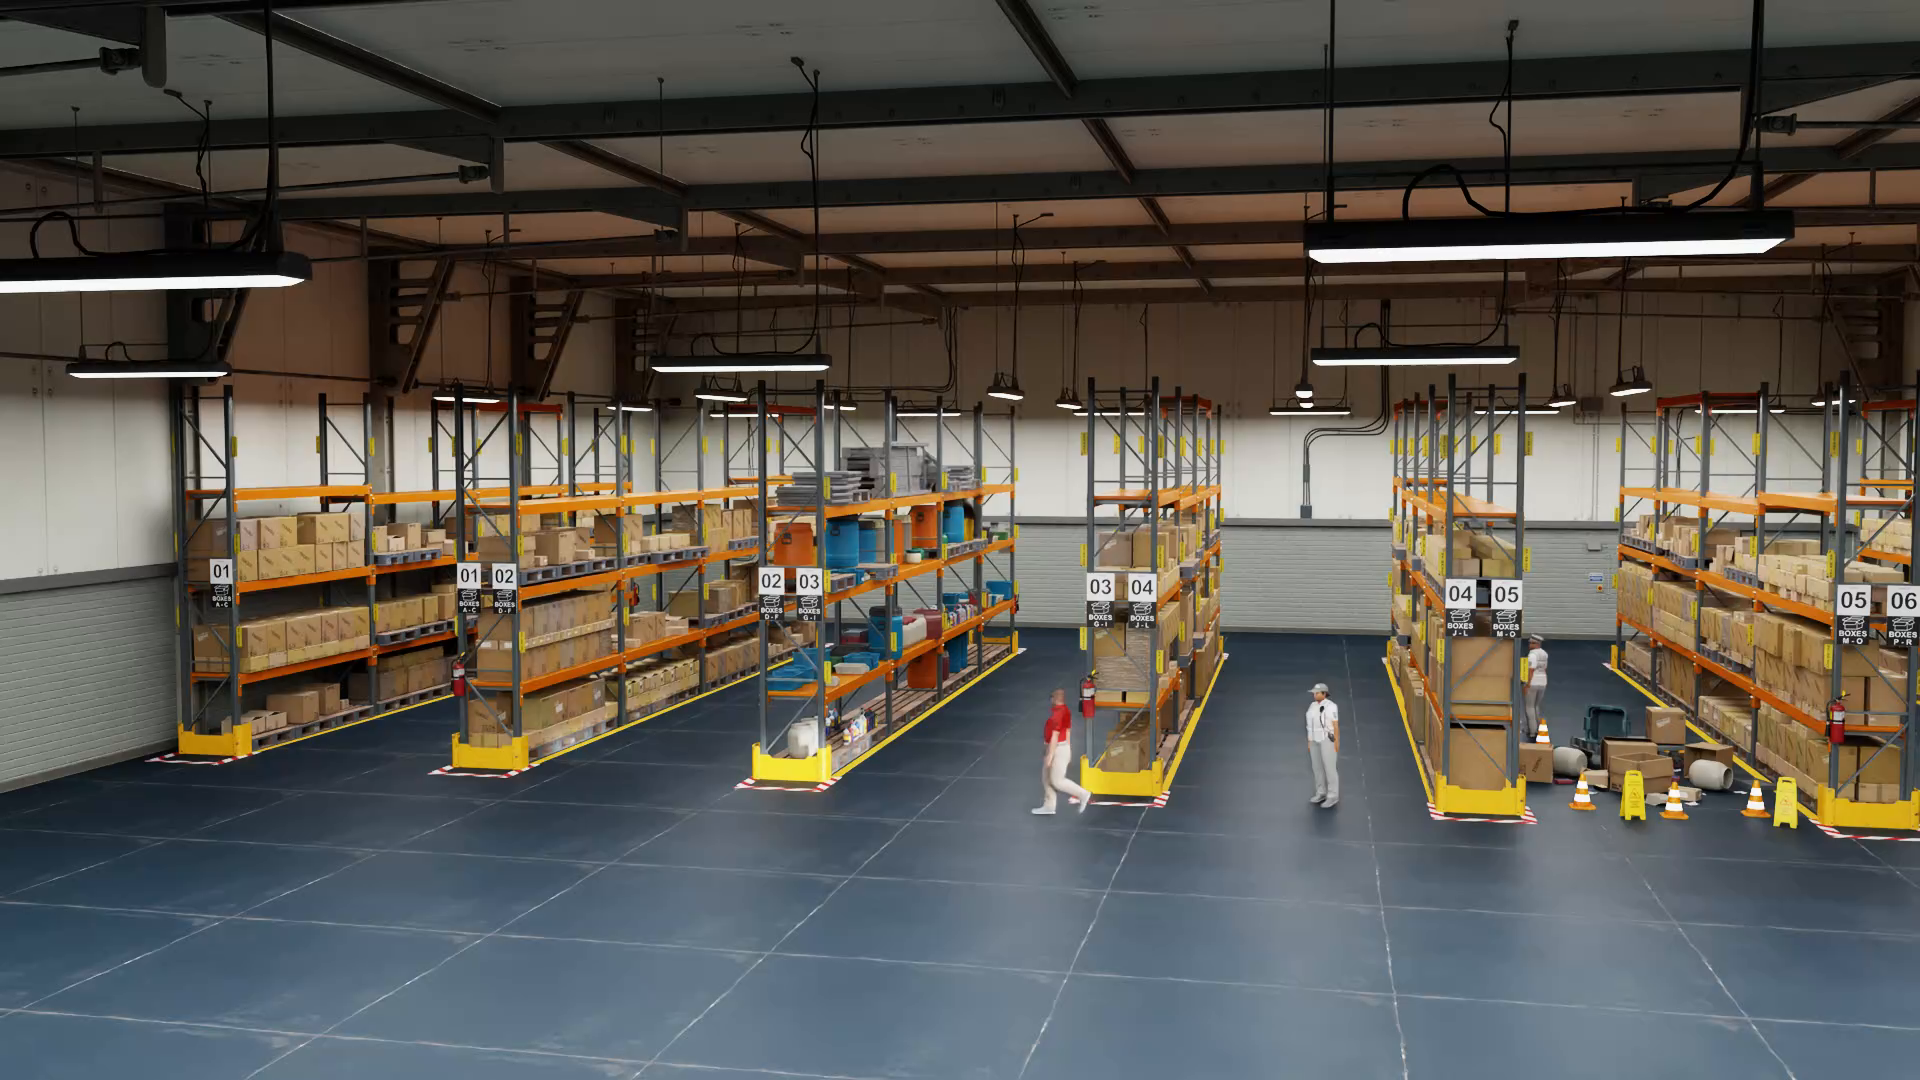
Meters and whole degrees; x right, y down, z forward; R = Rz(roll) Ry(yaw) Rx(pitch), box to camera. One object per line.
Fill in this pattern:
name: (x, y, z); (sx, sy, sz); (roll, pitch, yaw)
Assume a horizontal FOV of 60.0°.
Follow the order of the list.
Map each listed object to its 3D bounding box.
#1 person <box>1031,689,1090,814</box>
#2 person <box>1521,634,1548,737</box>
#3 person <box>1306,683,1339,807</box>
person: (1.365, 2.874, 22.503); (0.760, 1.714, 0.483); (-1, 3, -10)
person: (9.954, 2.512, 28.954); (0.557, 1.756, 0.621); (-1, 3, -21)
person: (5.099, 2.867, 23.402); (0.451, 1.679, 0.592); (-2, 4, -33)
